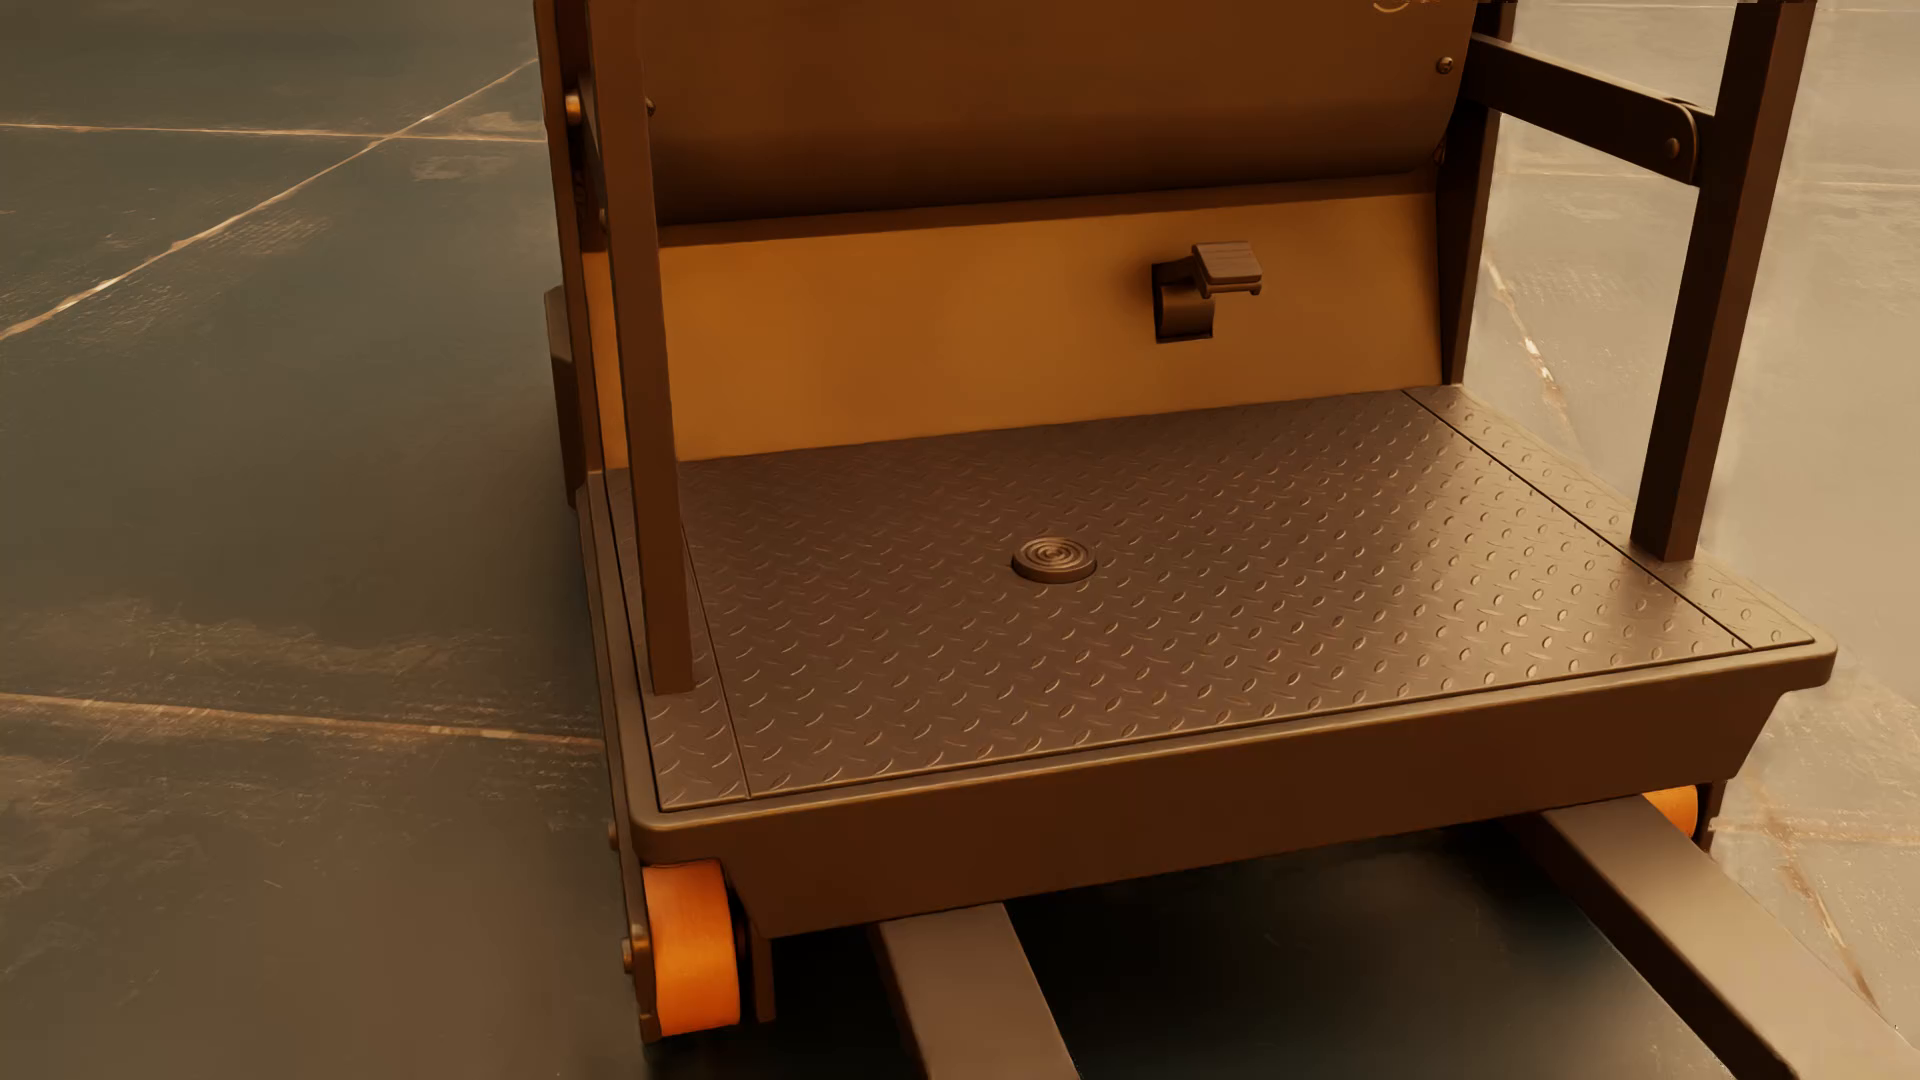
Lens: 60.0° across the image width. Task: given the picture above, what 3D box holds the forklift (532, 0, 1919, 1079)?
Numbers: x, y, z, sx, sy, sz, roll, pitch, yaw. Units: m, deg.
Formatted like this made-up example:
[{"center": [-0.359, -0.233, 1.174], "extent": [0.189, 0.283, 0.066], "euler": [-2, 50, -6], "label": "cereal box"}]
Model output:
[{"center": [0.159, -1.038, 1.297], "extent": [1.130, 2.935, 3.031], "euler": [-7, 27, -13], "label": "forklift"}]
